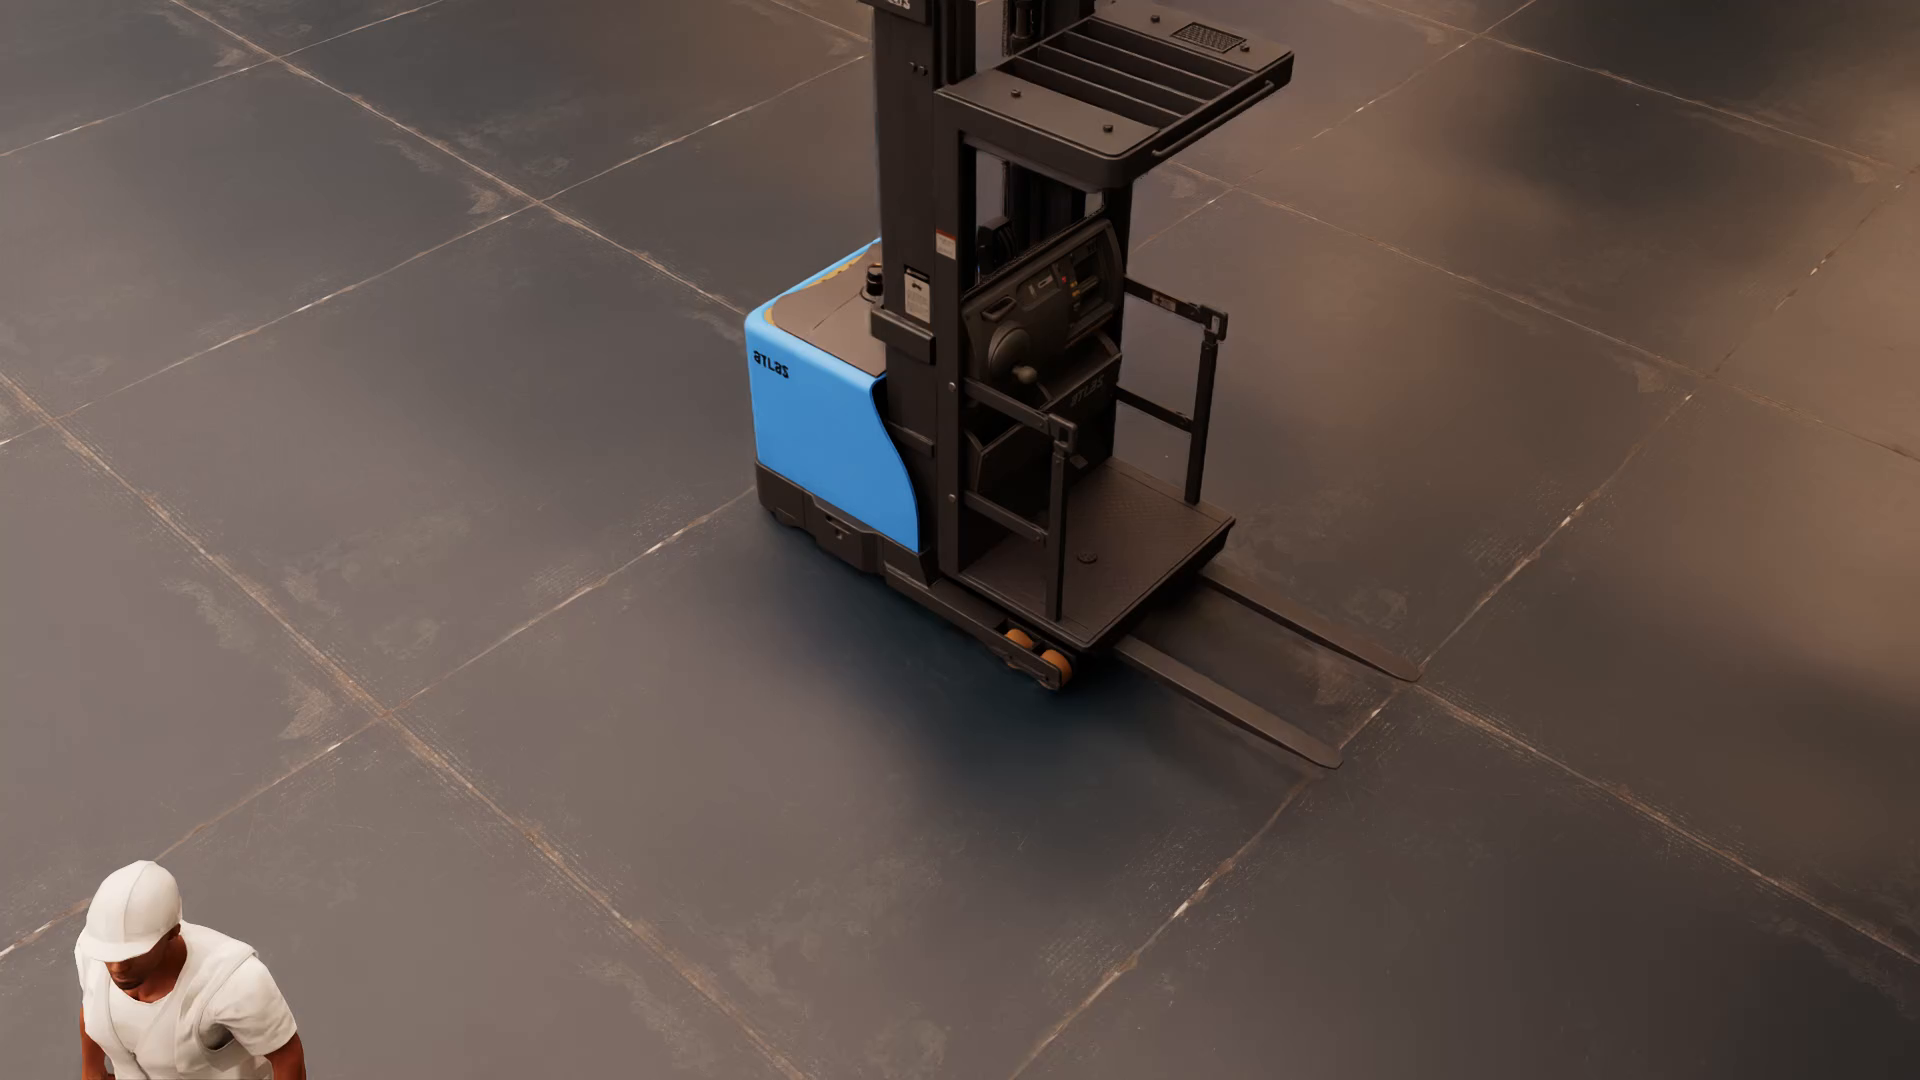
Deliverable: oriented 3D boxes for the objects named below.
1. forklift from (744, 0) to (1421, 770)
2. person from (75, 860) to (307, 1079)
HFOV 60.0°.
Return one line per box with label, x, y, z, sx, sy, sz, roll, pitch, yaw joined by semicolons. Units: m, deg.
forklift;0.497;-0.878;6.451;3.031;2.935;1.130;29;48;30
person;-2.093;1.563;4.490;0.666;1.765;0.577;9;41;10
